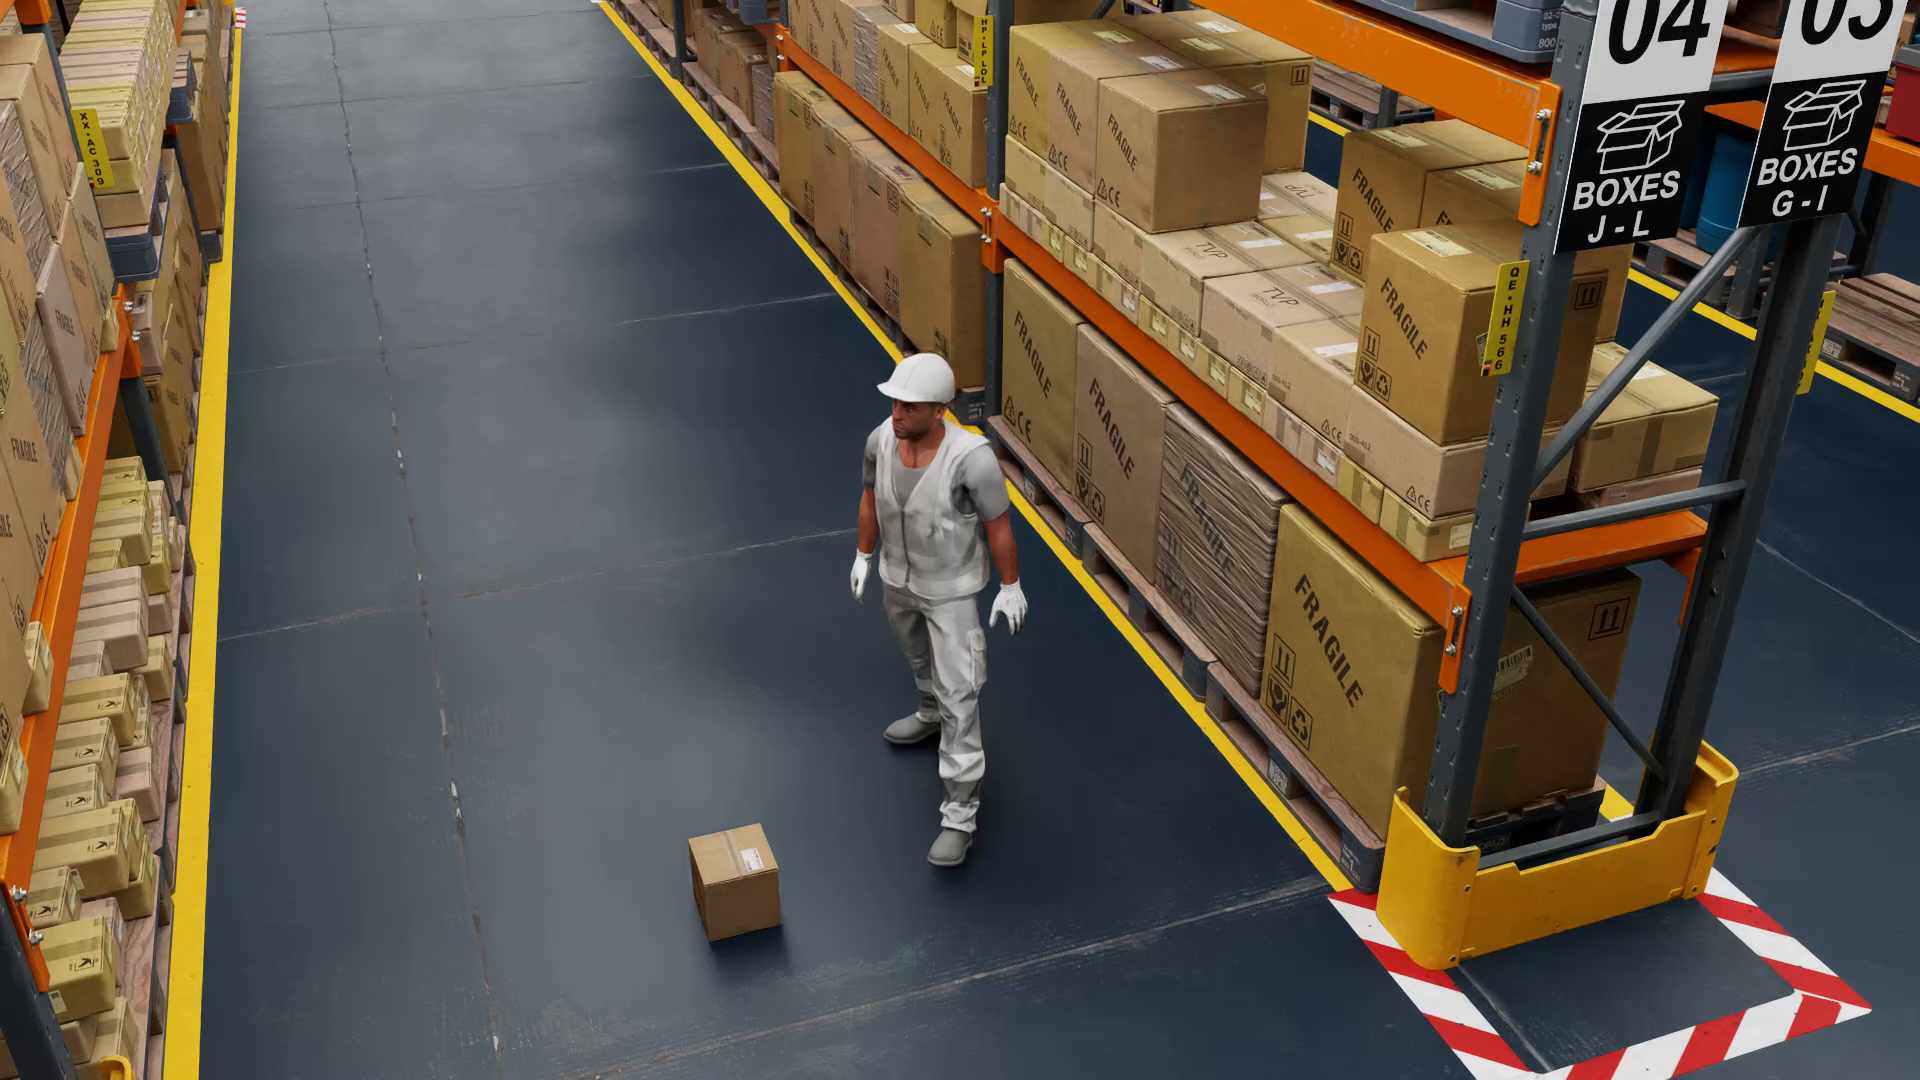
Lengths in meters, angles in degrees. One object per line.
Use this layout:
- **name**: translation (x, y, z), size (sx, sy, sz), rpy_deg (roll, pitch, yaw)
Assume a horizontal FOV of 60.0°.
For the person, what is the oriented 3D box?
- **person**: translation (-0.114, 0.191, 5.763), size (0.777, 1.750, 0.853), rpy_deg (20, 35, 31)
